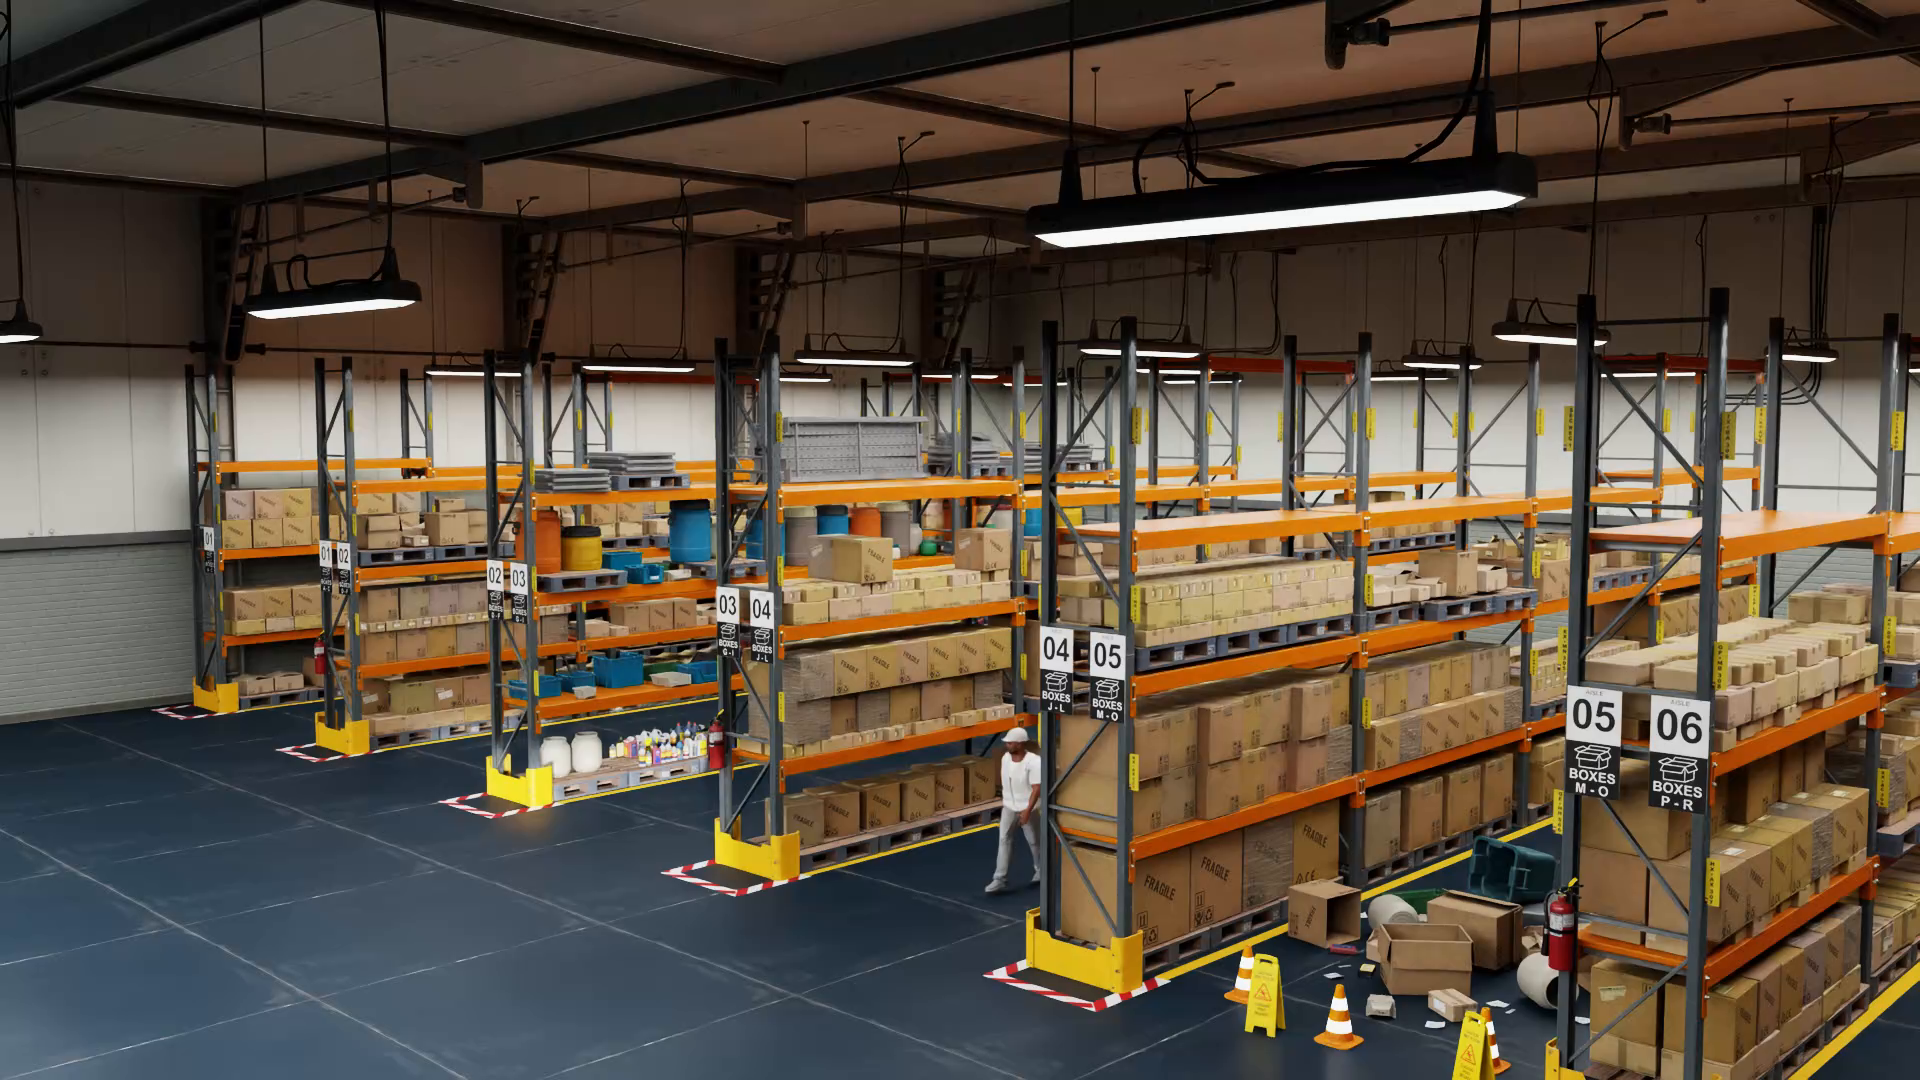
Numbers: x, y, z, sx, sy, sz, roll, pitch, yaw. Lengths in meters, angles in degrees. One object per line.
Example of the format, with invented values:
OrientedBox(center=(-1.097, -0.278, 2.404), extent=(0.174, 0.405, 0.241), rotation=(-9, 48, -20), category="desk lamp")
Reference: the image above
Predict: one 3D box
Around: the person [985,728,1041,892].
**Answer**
OrientedBox(center=(0.608, 2.895, 18.012), extent=(0.599, 1.719, 0.968), rotation=(3, 5, 36), category="person")

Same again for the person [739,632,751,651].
OrientedBox(center=(-4.582, 1.627, 34.613), extent=(0.533, 1.760, 0.560), rotation=(-2, 5, -29), category="person")
